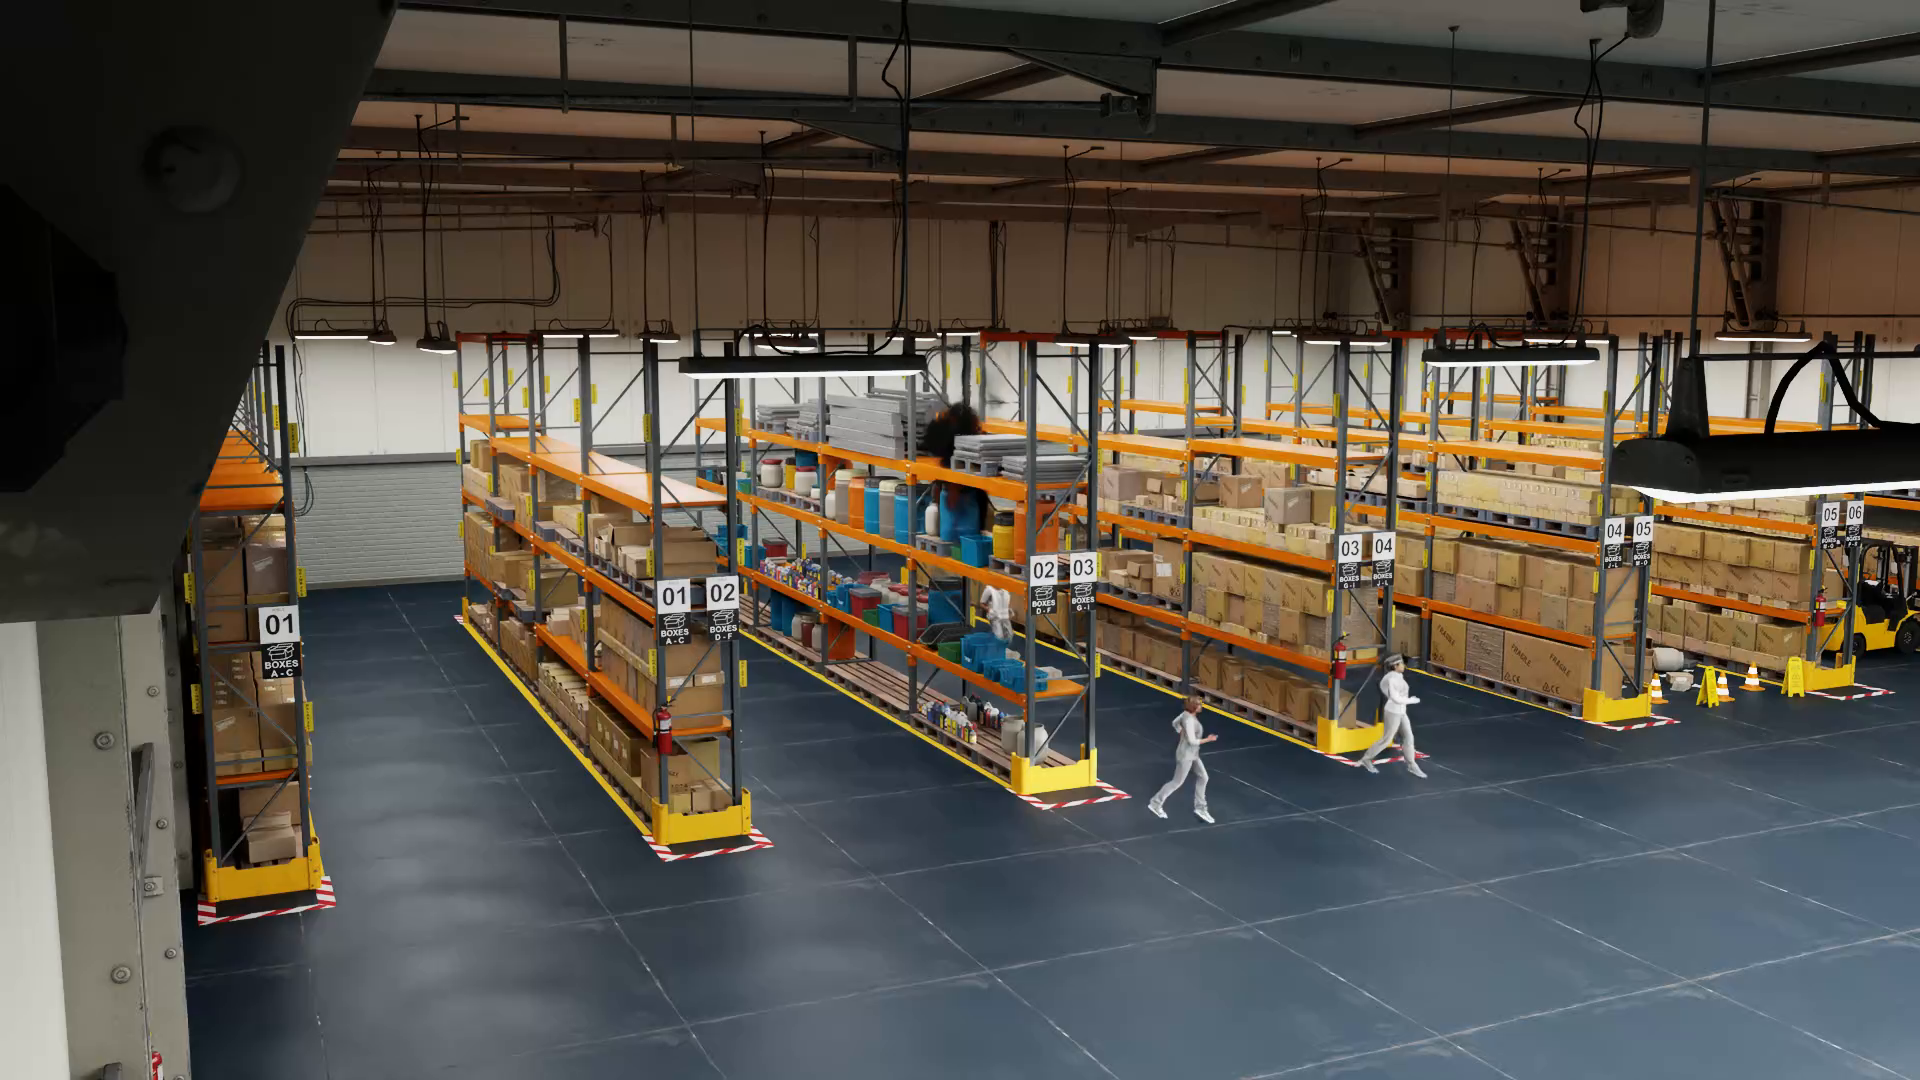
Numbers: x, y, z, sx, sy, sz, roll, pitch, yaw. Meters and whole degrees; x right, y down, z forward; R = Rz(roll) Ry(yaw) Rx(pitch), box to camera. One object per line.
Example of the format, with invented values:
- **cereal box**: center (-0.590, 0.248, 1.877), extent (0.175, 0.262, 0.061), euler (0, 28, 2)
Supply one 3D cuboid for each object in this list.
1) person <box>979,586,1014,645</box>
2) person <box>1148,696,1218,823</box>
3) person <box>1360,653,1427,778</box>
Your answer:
- **person**: center (0.686, 1.417, 30.127), extent (0.679, 1.733, 0.621), euler (-5, 9, -33)
- **person**: center (2.801, 2.744, 20.843), extent (0.849, 1.633, 0.549), euler (1, 8, 11)
- **person**: center (5.991, 2.397, 22.861), extent (0.905, 1.702, 0.642), euler (3, 8, 23)
